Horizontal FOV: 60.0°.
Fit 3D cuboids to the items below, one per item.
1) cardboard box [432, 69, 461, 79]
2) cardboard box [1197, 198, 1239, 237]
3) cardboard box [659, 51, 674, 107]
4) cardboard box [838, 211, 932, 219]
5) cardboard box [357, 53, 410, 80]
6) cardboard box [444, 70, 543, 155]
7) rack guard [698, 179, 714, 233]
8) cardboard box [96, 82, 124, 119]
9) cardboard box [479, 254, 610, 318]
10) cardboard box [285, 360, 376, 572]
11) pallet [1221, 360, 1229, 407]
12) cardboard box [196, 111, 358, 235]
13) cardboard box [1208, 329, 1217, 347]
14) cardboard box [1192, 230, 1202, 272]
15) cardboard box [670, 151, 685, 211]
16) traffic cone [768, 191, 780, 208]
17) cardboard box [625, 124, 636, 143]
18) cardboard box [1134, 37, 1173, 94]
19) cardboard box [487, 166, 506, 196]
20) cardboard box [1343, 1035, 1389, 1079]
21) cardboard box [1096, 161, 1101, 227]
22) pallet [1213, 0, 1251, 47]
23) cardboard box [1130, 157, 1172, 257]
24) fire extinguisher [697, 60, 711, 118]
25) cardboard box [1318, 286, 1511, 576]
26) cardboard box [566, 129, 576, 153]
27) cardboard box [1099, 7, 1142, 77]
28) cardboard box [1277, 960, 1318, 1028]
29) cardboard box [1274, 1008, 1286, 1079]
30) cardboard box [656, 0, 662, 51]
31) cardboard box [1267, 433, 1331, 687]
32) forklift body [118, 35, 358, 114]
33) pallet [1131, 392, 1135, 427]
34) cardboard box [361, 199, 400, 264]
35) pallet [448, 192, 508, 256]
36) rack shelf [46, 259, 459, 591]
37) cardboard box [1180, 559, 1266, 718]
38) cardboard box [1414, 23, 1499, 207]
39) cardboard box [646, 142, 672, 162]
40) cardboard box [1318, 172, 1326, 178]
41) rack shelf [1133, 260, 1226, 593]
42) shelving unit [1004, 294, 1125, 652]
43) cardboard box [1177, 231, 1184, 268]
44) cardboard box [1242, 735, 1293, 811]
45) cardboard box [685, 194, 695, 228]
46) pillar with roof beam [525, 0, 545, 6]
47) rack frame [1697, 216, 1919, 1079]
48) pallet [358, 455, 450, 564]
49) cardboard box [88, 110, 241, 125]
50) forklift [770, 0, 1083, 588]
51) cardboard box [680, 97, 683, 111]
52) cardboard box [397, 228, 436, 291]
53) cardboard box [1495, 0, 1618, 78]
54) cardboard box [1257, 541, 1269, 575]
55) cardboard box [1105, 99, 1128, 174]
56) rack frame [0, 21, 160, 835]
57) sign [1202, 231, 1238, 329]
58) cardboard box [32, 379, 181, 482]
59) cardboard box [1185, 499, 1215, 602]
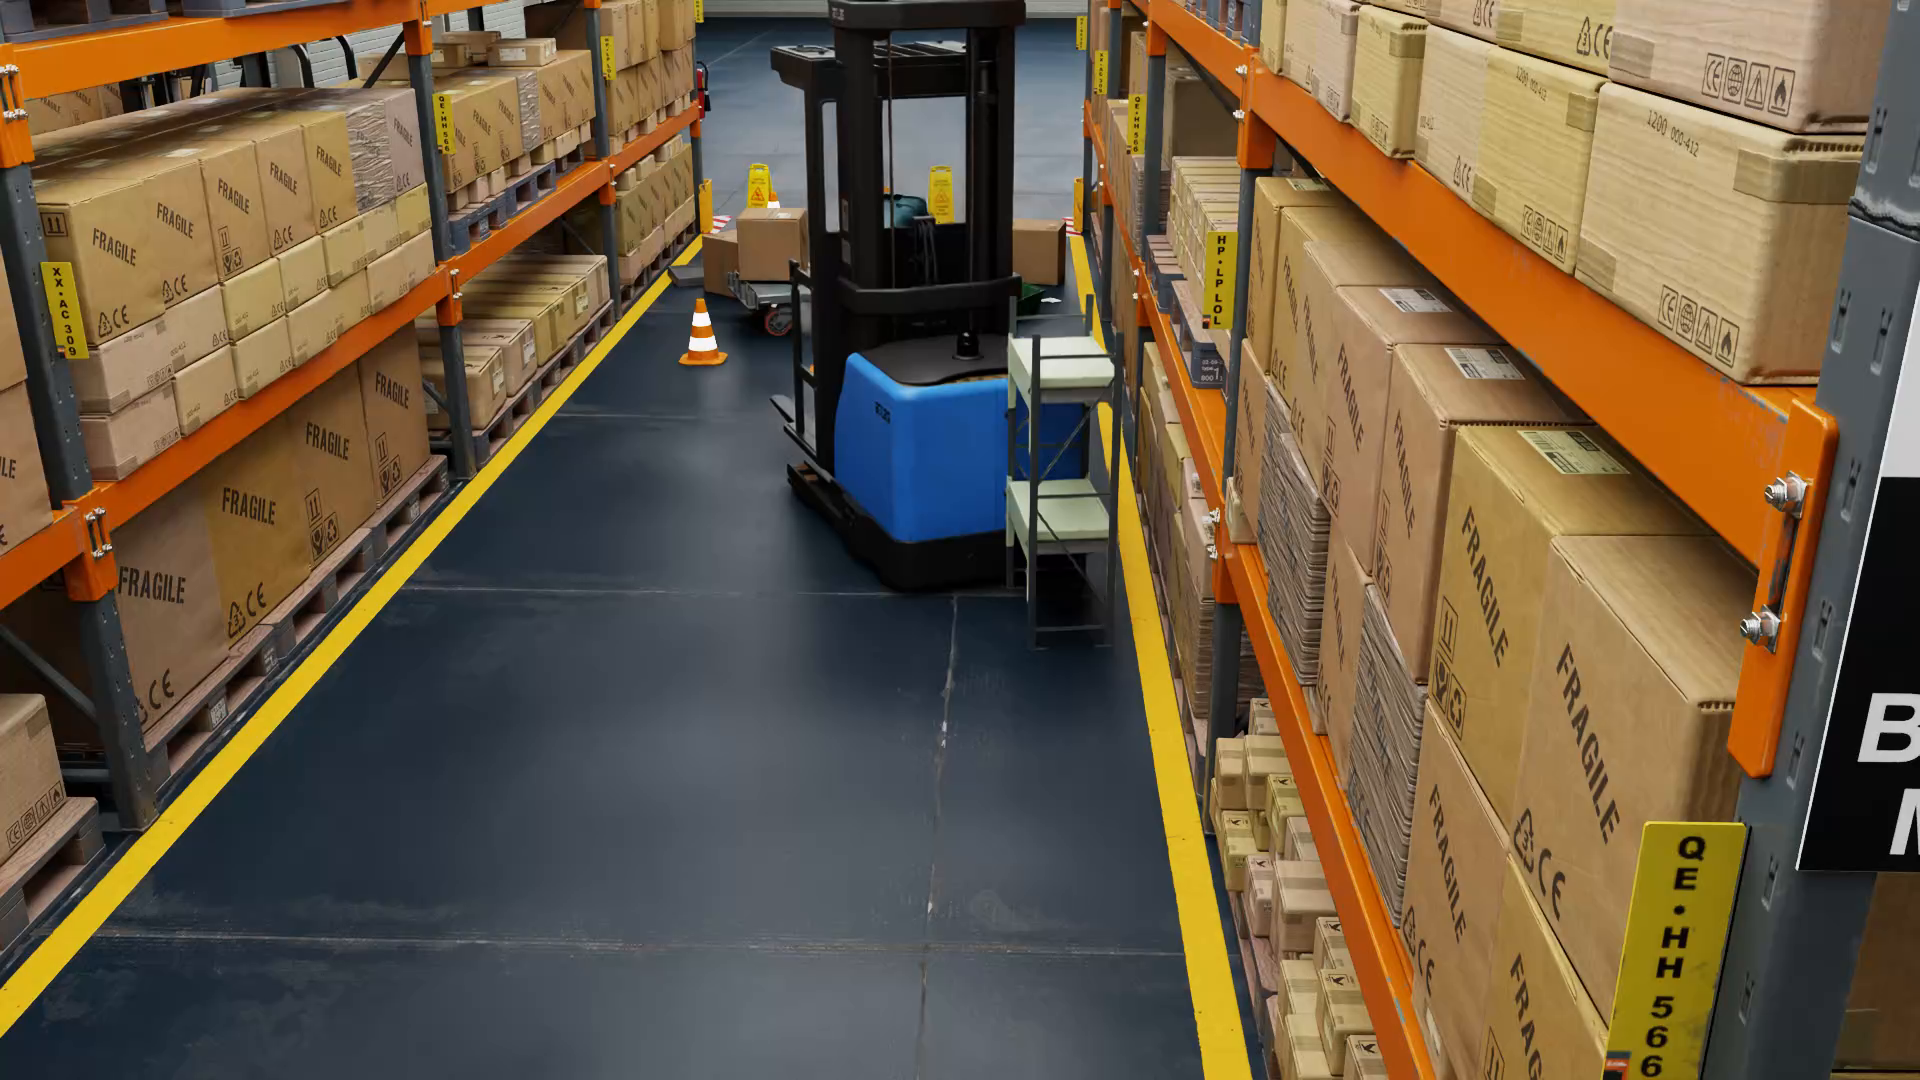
[{"bbox_3d":[-3.645,-2.890,11.201,0.500,0.500,0.500,0,21,-1],"label":"cardboard box"},{"bbox_3d":[1.288,-1.473,7.622,0.380,0.149,0.250,1,21,3],"label":"cardboard box"},{"bbox_3d":[-2.953,-4.291,15.393,0.500,0.500,0.500,1,21,1],"label":"cardboard box"},{"bbox_3d":[-0.697,-2.840,15.654,0.797,0.503,0.637,-16,26,-35],"label":"cardboard box"},{"bbox_3d":[-3.649,-3.053,10.723,0.380,0.149,0.250,0,21,-1],"label":"cardboard box"},{"bbox_3d":[-3.131,-2.877,11.168,0.500,0.500,0.500,0,21,0],"label":"cardboard box"},{"bbox_3d":[-3.176,-3.474,17.292,1.175,0.500,0.348,1,21,2],"label":"rack guard"},{"bbox_3d":[-7.932,-4.032,15.135,0.500,0.500,0.500,1,21,2],"label":"cardboard box"},{"bbox_3d":[-3.309,-2.002,13.094,0.950,0.372,0.625,1,21,2],"label":"cardboard box"},{"bbox_3d":[-3.552,-0.409,8.292,0.875,0.875,0.875,1,21,2],"label":"cardboard box"},{"bbox_3d":[1.581,-0.496,6.425,1.003,0.211,1.213,1,21,2],"label":"pallet"},{"bbox_3d":[-3.200,-1.733,7.827,0.500,0.500,0.500,1,21,2],"label":"cardboard box"},{"bbox_3d":[1.254,-0.910,6.995,0.380,0.149,0.250,0,21,-1],"label":"cardboard box"},{"bbox_3d":[1.281,-1.336,7.681,0.380,0.149,0.250,0,21,1],"label":"cardboard box"},{"bbox_3d":[-2.950,-3.449,15.956,0.500,0.500,0.500,1,21,4],"label":"cardboard box"},{"bbox_3d":[-1.897,-3.315,16.933,0.336,0.463,0.334,1,21,2],"label":"traffic cone"},{"bbox_3d":[-2.989,-3.492,14.228,0.380,0.149,0.250,1,21,3],"label":"cardboard box"},{"bbox_3d":[1.633,-3.350,11.996,0.700,0.500,0.500,0,21,1],"label":"cardboard box"},{"bbox_3d":[-3.096,-2.268,10.495,0.380,0.149,0.250,1,21,2],"label":"cardboard box"},{"bbox_3d":[1.142,1.328,3.999,0.380,0.149,0.250,0,21,0],"label":"cardboard box"},{"bbox_3d":[1.822,-3.609,16.539,0.875,0.875,0.875,1,21,2],"label":"cardboard box"},{"bbox_3d":[1.537,-1.843,5.746,1.213,0.211,1.003,1,21,2],"label":"pallet"},{"bbox_3d":[1.279,-1.969,9.819,0.500,0.500,0.500,1,21,2],"label":"cardboard box"},{"bbox_3d":[-2.710,-4.667,17.018,0.296,0.674,0.183,1,21,2],"label":"fire extinguisher"},{"bbox_3d":[1.091,-0.246,3.586,0.500,0.500,0.500,0,21,0],"label":"cardboard box"},{"bbox_3d":[-3.033,-2.922,12.179,0.380,0.149,0.250,0,21,1],"label":"cardboard box"},{"bbox_3d":[1.602,-4.110,13.773,0.875,0.550,0.550,1,21,2],"label":"cardboard box"},{"bbox_3d":[1.078,1.280,4.533,0.380,0.149,0.250,0,21,1],"label":"cardboard box"},{"bbox_3d":[1.081,1.421,4.582,0.380,0.149,0.250,0,21,0],"label":"cardboard box"},{"bbox_3d":[-3.061,-4.584,14.765,0.700,0.500,0.500,1,21,1],"label":"cardboard box"},{"bbox_3d":[1.086,0.041,4.227,0.500,0.500,0.500,0,21,0],"label":"cardboard box"},{"bbox_3d":[-6.369,-3.619,15.383,2.313,2.155,1.214,1,21,2],"label":"forklift body"},{"bbox_3d":[1.633,-0.741,10.647,1.003,0.211,1.213,1,21,2],"label":"pallet"},{"bbox_3d":[-3.190,-1.575,8.456,0.500,0.250,0.500,0,21,0],"label":"cardboard box"},{"bbox_3d":[-3.502,-1.944,10.158,1.213,0.211,1.003,1,21,2],"label":"pallet"},{"bbox_3d":[-3.478,-0.716,7.723,1.077,0.370,4.000,1,21,2],"label":"rack shelf"},{"bbox_3d":[1.183,0.389,6.756,0.500,0.500,0.500,0,21,1],"label":"cardboard box"},{"bbox_3d":[1.076,-0.724,2.808,0.500,0.250,0.500,2,21,4],"label":"cardboard box"},{"bbox_3d":[-2.902,-3.621,15.502,0.380,0.149,0.250,2,21,4],"label":"cardboard box"},{"bbox_3d":[1.959,-1.745,8.324,0.380,0.149,0.250,1,21,3],"label":"cardboard box"},{"bbox_3d":[1.473,-0.698,7.676,1.077,0.370,4.000,1,21,2],"label":"rack shelf"},{"bbox_3d":[0.472,-0.326,7.796,0.431,1.500,0.755,-2,21,-6],"label":"shelving unit"},{"bbox_3d":[1.302,-1.481,8.467,0.380,0.149,0.250,2,21,4],"label":"cardboard box"},{"bbox_3d":[1.127,0.767,5.445,0.380,0.149,0.250,2,21,4],"label":"cardboard box"},{"bbox_3d":[-2.930,-3.277,16.549,0.500,0.250,0.500,1,21,1],"label":"cardboard box"},{"bbox_3d":[-4.207,-13.736,31.991,9.100,9.000,0.400,1,21,2],"label":"pillar with roof beam"},{"bbox_3d":[1.290,1.136,1.955,1.000,3.000,0.127,1,21,2],"label":"rack frame"},{"bbox_3d":[-3.516,-0.190,9.228,1.003,0.211,1.213,1,21,2],"label":"pallet"},{"bbox_3d":[-3.713,-1.745,7.860,0.500,0.500,0.500,1,21,3],"label":"cardboard box"},{"bbox_3d":[-0.368,-1.630,9.179,1.130,2.935,3.031,-8,23,-20],"label":"forklift"},{"bbox_3d":[-2.897,-4.227,16.124,0.380,0.149,0.250,0,21,1],"label":"cardboard box"},{"bbox_3d":[-3.173,-1.519,9.005,0.500,0.250,0.500,0,21,0],"label":"cardboard box"},{"bbox_3d":[1.064,-0.780,2.262,0.500,0.250,0.500,0,21,0],"label":"cardboard box"},{"bbox_3d":[1.143,0.000,5.230,0.380,0.149,0.250,1,21,3],"label":"cardboard box"},{"bbox_3d":[1.370,-3.062,12.637,0.500,0.500,0.500,1,21,2],"label":"cardboard box"},{"bbox_3d":[-3.539,-0.328,5.729,1.000,3.000,0.127,1,21,2],"label":"rack frame"},{"bbox_3d":[0.857,-0.855,5.485,0.100,0.325,0.005,1,21,2],"label":"sign"},{"bbox_3d":[-3.261,-0.415,6.158,0.500,0.250,0.500,0,21,0],"label":"cardboard box"},{"bbox_3d":[1.182,0.037,6.624,0.500,0.250,0.500,0,21,0],"label":"cardboard box"}]
